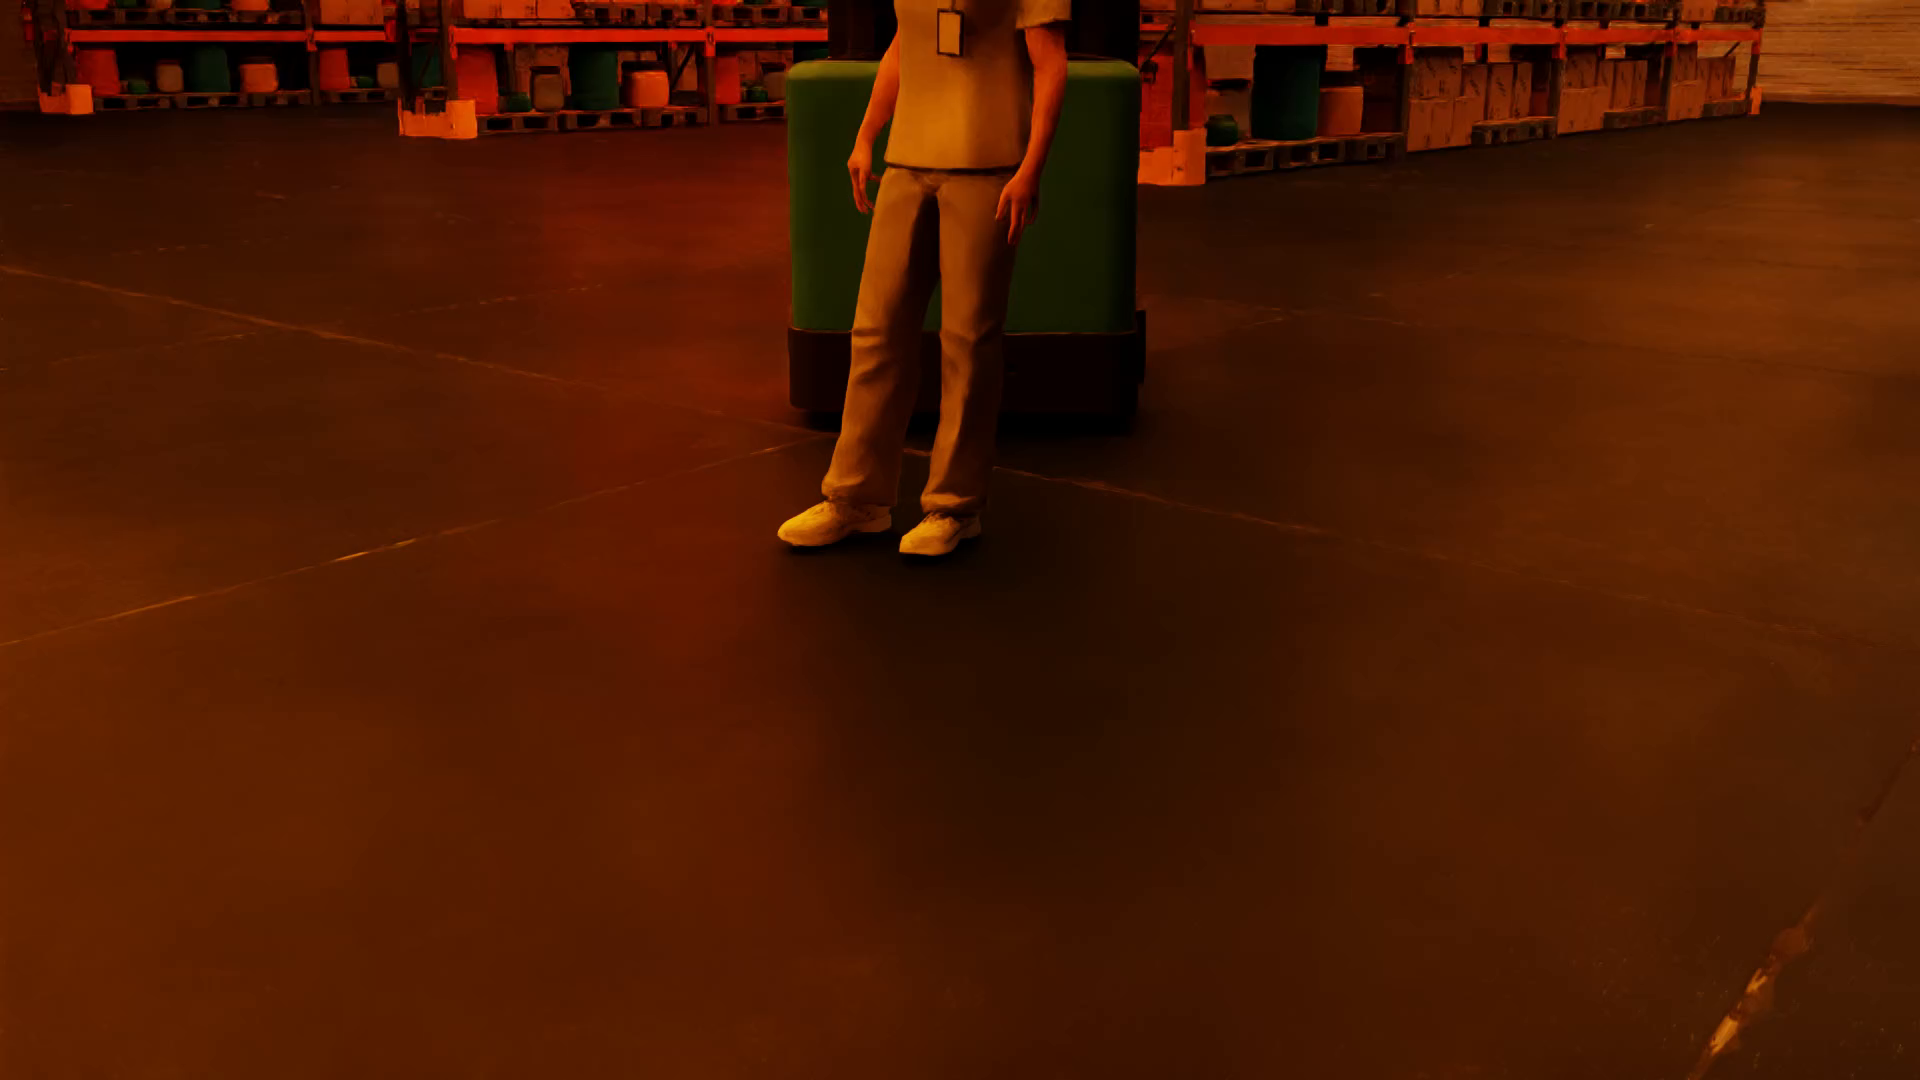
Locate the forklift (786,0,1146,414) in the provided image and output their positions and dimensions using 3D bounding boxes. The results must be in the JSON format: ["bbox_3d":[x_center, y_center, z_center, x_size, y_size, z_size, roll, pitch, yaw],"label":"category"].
[{"bbox_3d":[0.098,-2.152,5.986,1.130,2.935,3.031,1,17,4],"label":"forklift"}]

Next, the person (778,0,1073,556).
[{"bbox_3d":[-0.062,-0.782,3.647,0.550,1.652,0.532,13,21,37],"label":"person"}]
